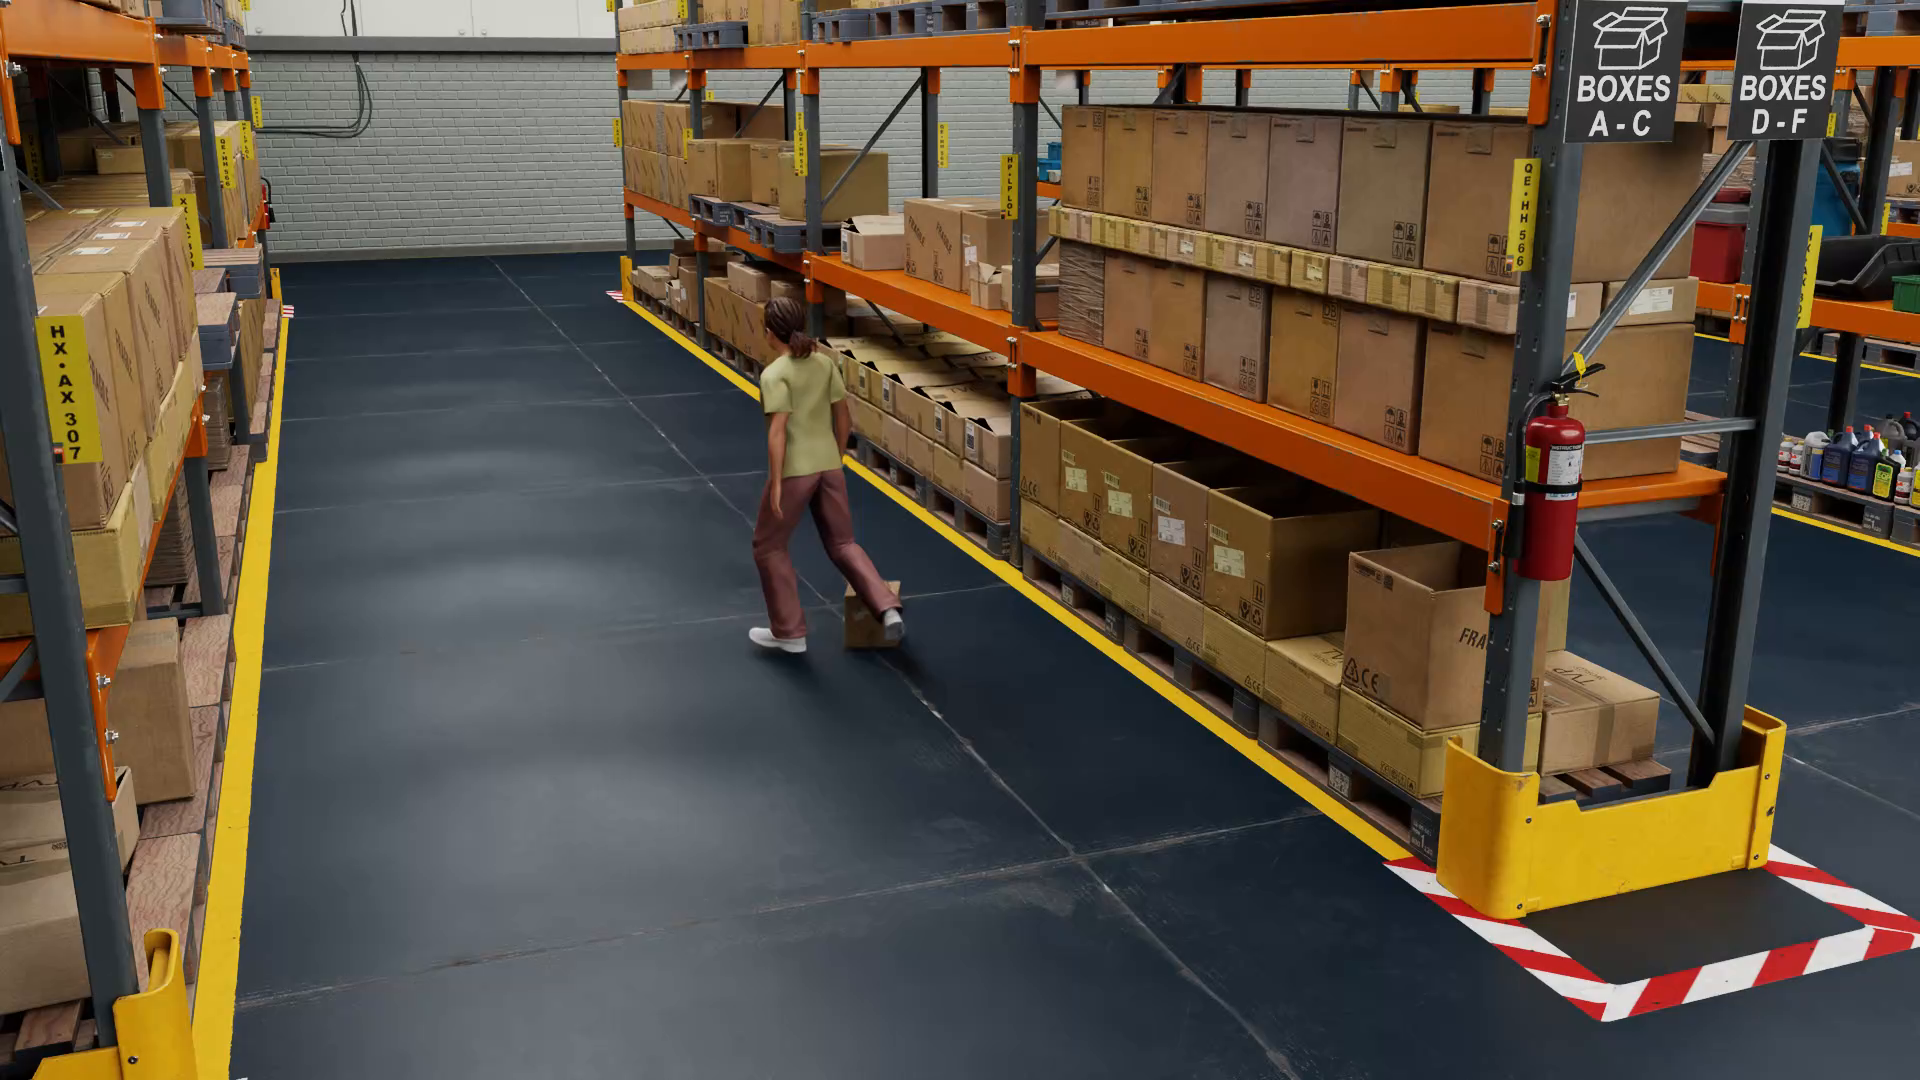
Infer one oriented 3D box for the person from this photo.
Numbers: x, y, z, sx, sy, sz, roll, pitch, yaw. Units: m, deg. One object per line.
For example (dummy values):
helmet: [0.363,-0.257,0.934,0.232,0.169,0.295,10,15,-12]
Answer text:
person: [-0.606,-0.261,7.461,0.527,1.633,0.759,-15,21,-42]
